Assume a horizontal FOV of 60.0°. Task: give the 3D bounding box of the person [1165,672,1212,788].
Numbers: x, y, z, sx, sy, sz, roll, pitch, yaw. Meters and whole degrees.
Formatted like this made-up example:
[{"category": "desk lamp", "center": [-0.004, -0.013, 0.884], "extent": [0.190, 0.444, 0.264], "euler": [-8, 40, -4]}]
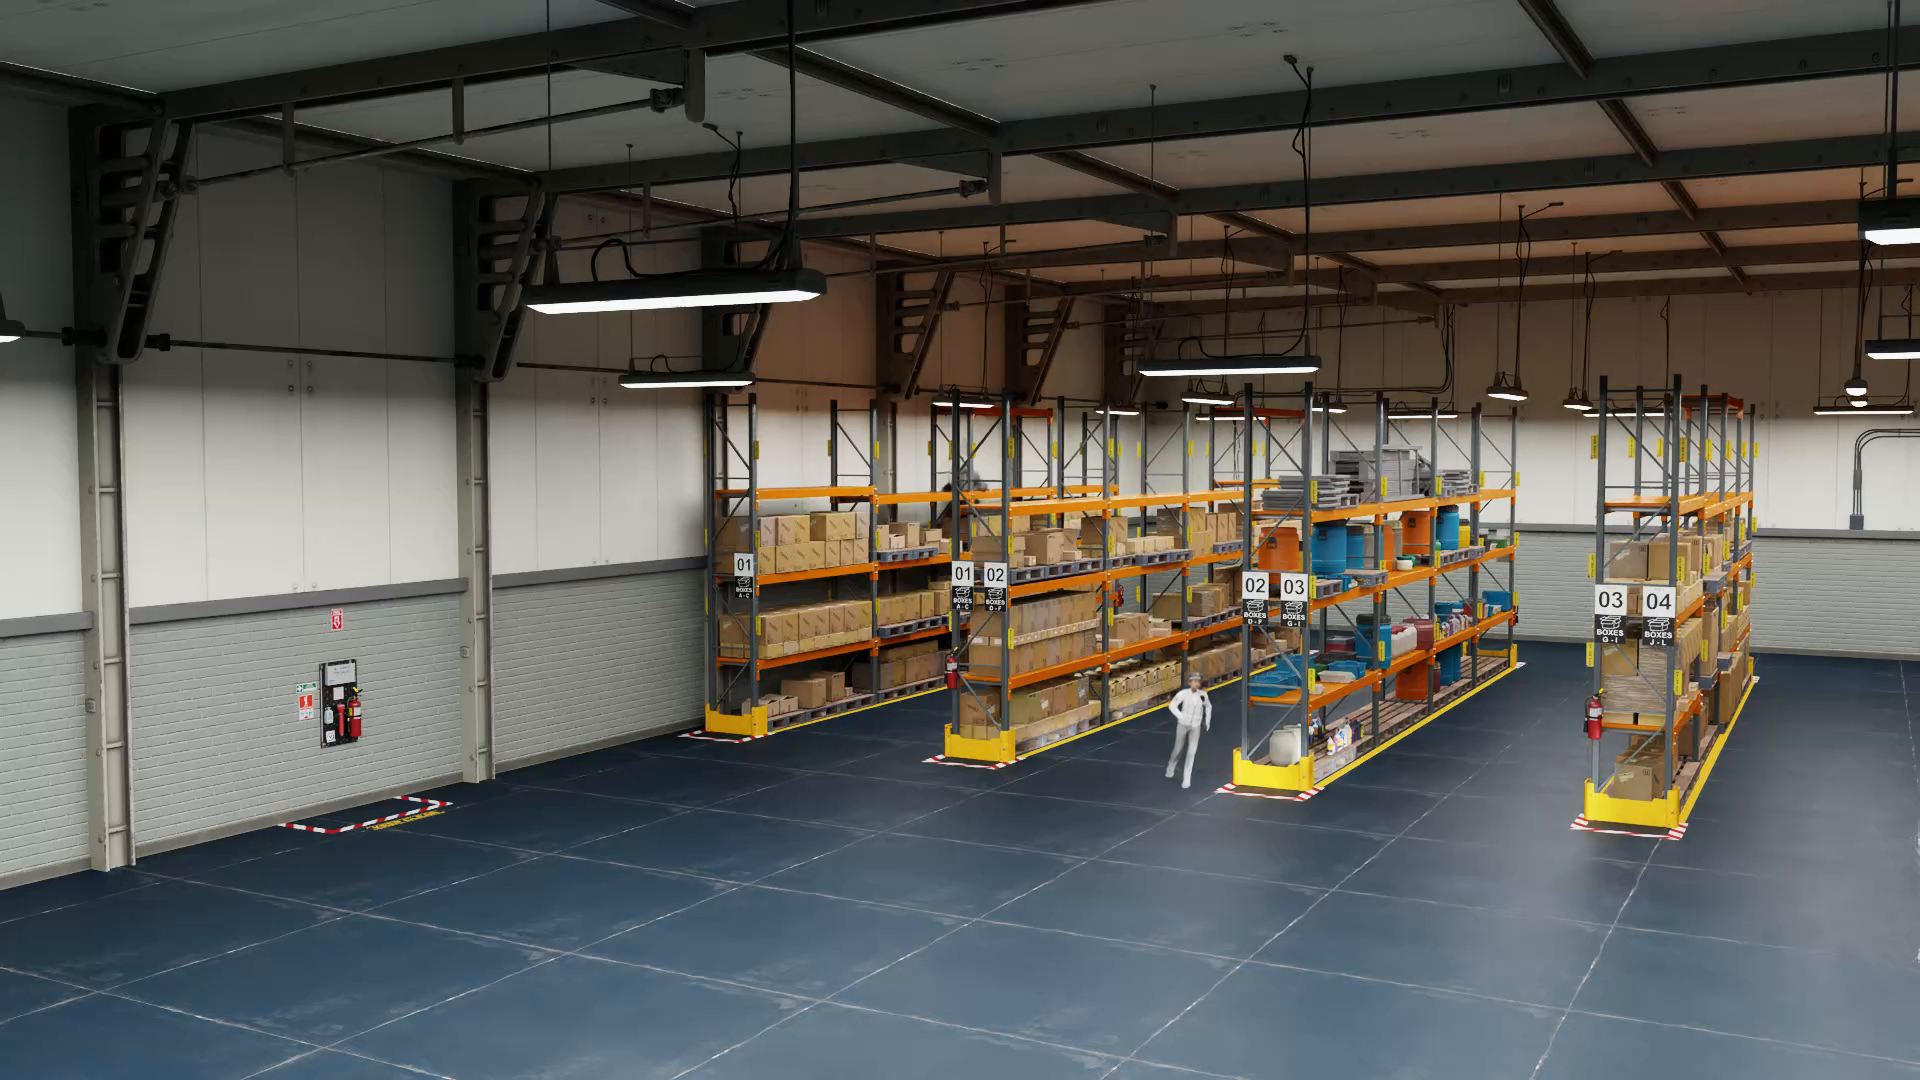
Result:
[{"category": "person", "center": [3.466, 2.808, 24.948], "extent": [0.677, 1.674, 0.917], "euler": [0, 3, -1]}]
